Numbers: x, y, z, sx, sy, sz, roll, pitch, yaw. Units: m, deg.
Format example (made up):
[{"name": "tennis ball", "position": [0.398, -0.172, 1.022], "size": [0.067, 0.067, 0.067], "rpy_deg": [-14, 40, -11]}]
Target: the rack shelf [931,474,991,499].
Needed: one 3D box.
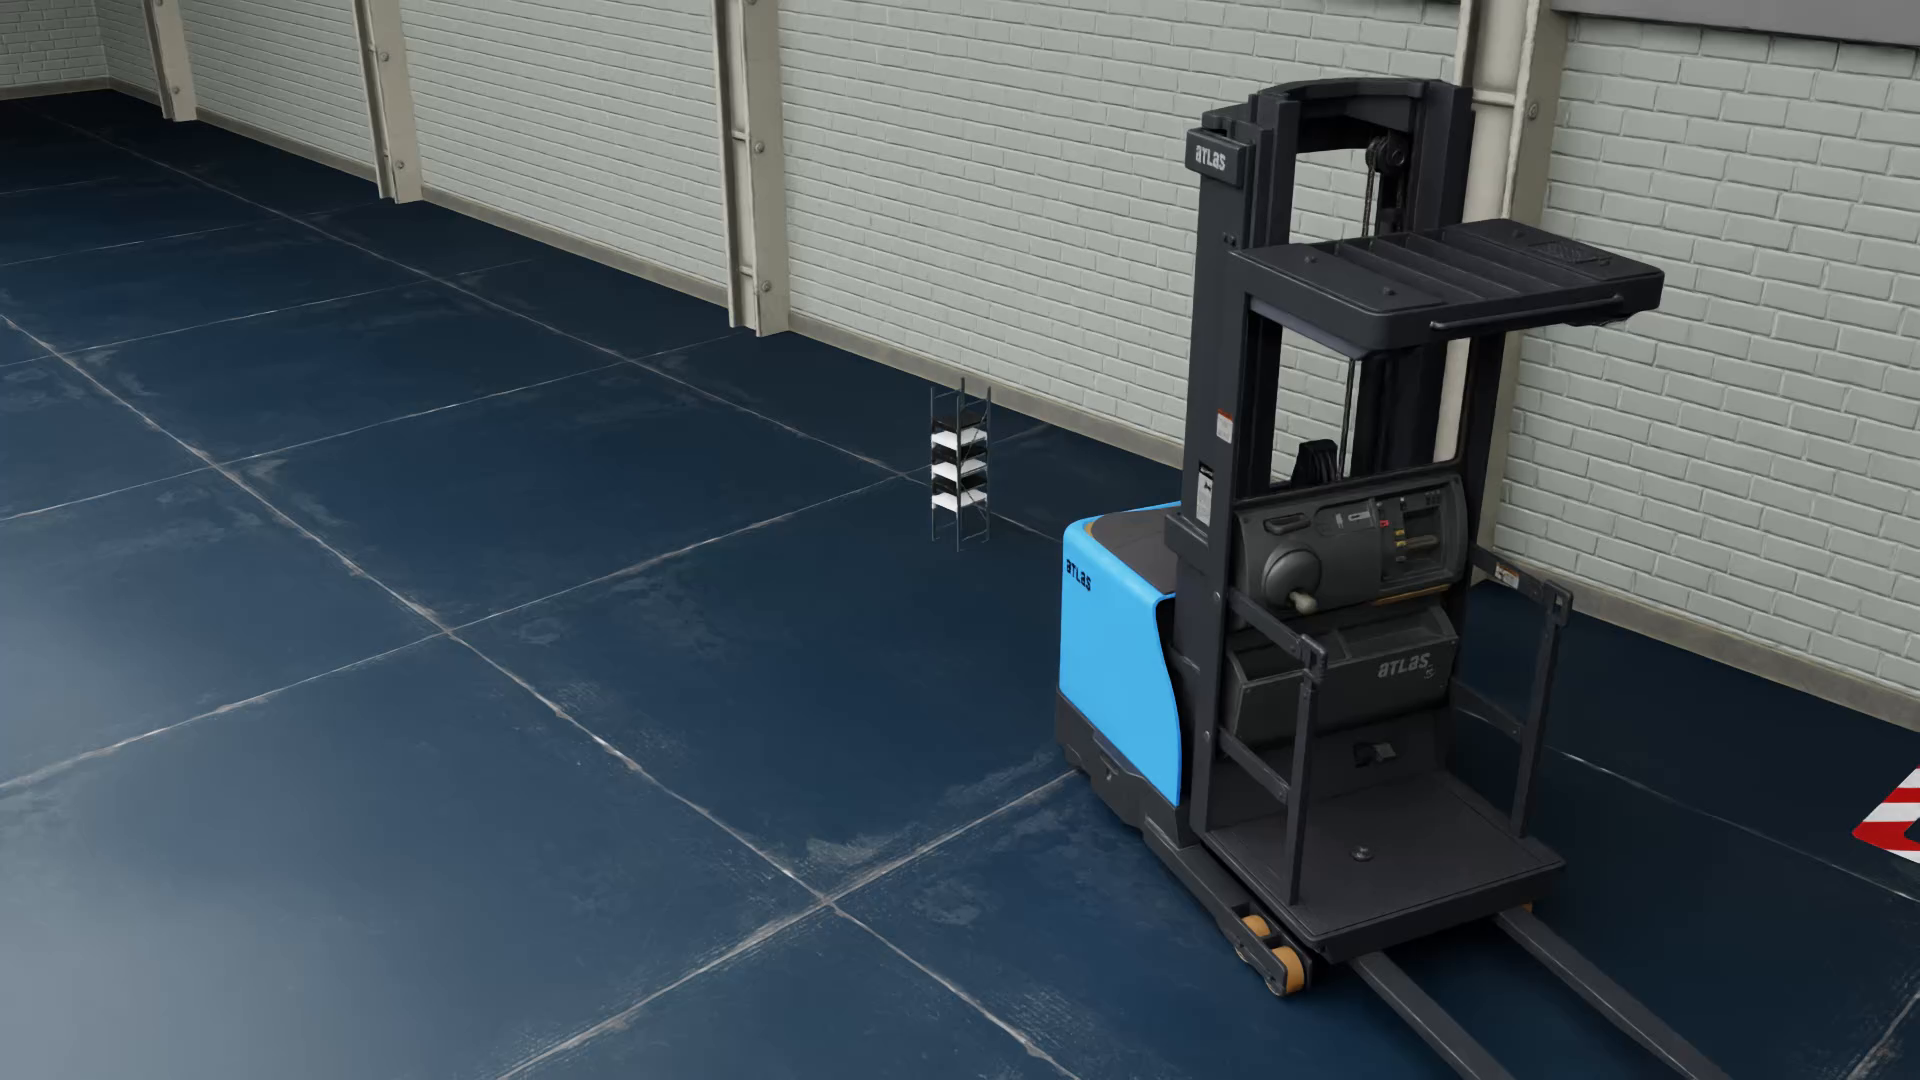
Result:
[{"name": "rack shelf", "position": [0.006, -0.295, 9.109], "size": [0.258, 0.077, 0.200], "rpy_deg": [-21, 32, -38]}]

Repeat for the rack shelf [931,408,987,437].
[{"name": "rack shelf", "position": [0.006, -0.622, 8.960], "size": [0.258, 0.077, 0.200], "rpy_deg": [-21, 32, -38]}]

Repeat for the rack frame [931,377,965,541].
[{"name": "rack frame", "position": [-0.064, -0.438, 9.125], "size": [0.240, 0.900, 0.006], "rpy_deg": [-21, 32, -38]}]

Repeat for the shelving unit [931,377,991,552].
[{"name": "shelving unit", "position": [0.006, -0.407, 9.058], "size": [0.258, 0.900, 0.210], "rpy_deg": [-21, 32, -38]}]

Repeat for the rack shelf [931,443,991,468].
[{"name": "rack shelf", "position": [0.006, -0.459, 9.034], "size": [0.258, 0.077, 0.200], "rpy_deg": [-21, 32, -38]}]

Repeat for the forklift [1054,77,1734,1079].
[{"name": "forklift", "position": [1.466, 0.045, 5.620], "size": [1.130, 2.935, 3.031], "rpy_deg": [-10, 27, -22]}]

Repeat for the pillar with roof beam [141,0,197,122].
[{"name": "pillar with roof beam", "position": [-12.885, -8.150, 16.272], "size": [9.100, 9.000, 0.400], "rpy_deg": [-21, 32, -38]}]

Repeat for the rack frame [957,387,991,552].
[{"name": "rack frame", "position": [0.075, -0.376, 8.990], "size": [0.240, 0.900, 0.006], "rpy_deg": [-21, 32, -38]}]

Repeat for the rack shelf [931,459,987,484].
[{"name": "rack shelf", "position": [0.006, -0.377, 9.072], "size": [0.258, 0.077, 0.200], "rpy_deg": [-21, 32, -38]}]

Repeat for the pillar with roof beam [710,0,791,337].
[{"name": "pillar with roof beam", "position": [-4.683, -4.514, 8.303], "size": [9.100, 9.000, 0.400], "rpy_deg": [-21, 32, -38]}]

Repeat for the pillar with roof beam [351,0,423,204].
[{"name": "pillar with roof beam", "position": [-8.784, -6.332, 12.287], "size": [9.100, 9.000, 0.400], "rpy_deg": [-21, 32, -38]}]

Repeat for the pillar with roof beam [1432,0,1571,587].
[{"name": "pillar with roof beam", "position": [-0.582, -2.696, 4.318], "size": [9.100, 9.000, 0.400], "rpy_deg": [-21, 32, -38]}]

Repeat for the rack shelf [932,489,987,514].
[{"name": "rack shelf", "position": [0.006, -0.213, 9.146], "size": [0.258, 0.077, 0.200], "rpy_deg": [-21, 32, -38]}]

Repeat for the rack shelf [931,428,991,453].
[{"name": "rack shelf", "position": [0.006, -0.540, 8.997], "size": [0.258, 0.077, 0.200], "rpy_deg": [-21, 32, -38]}]
